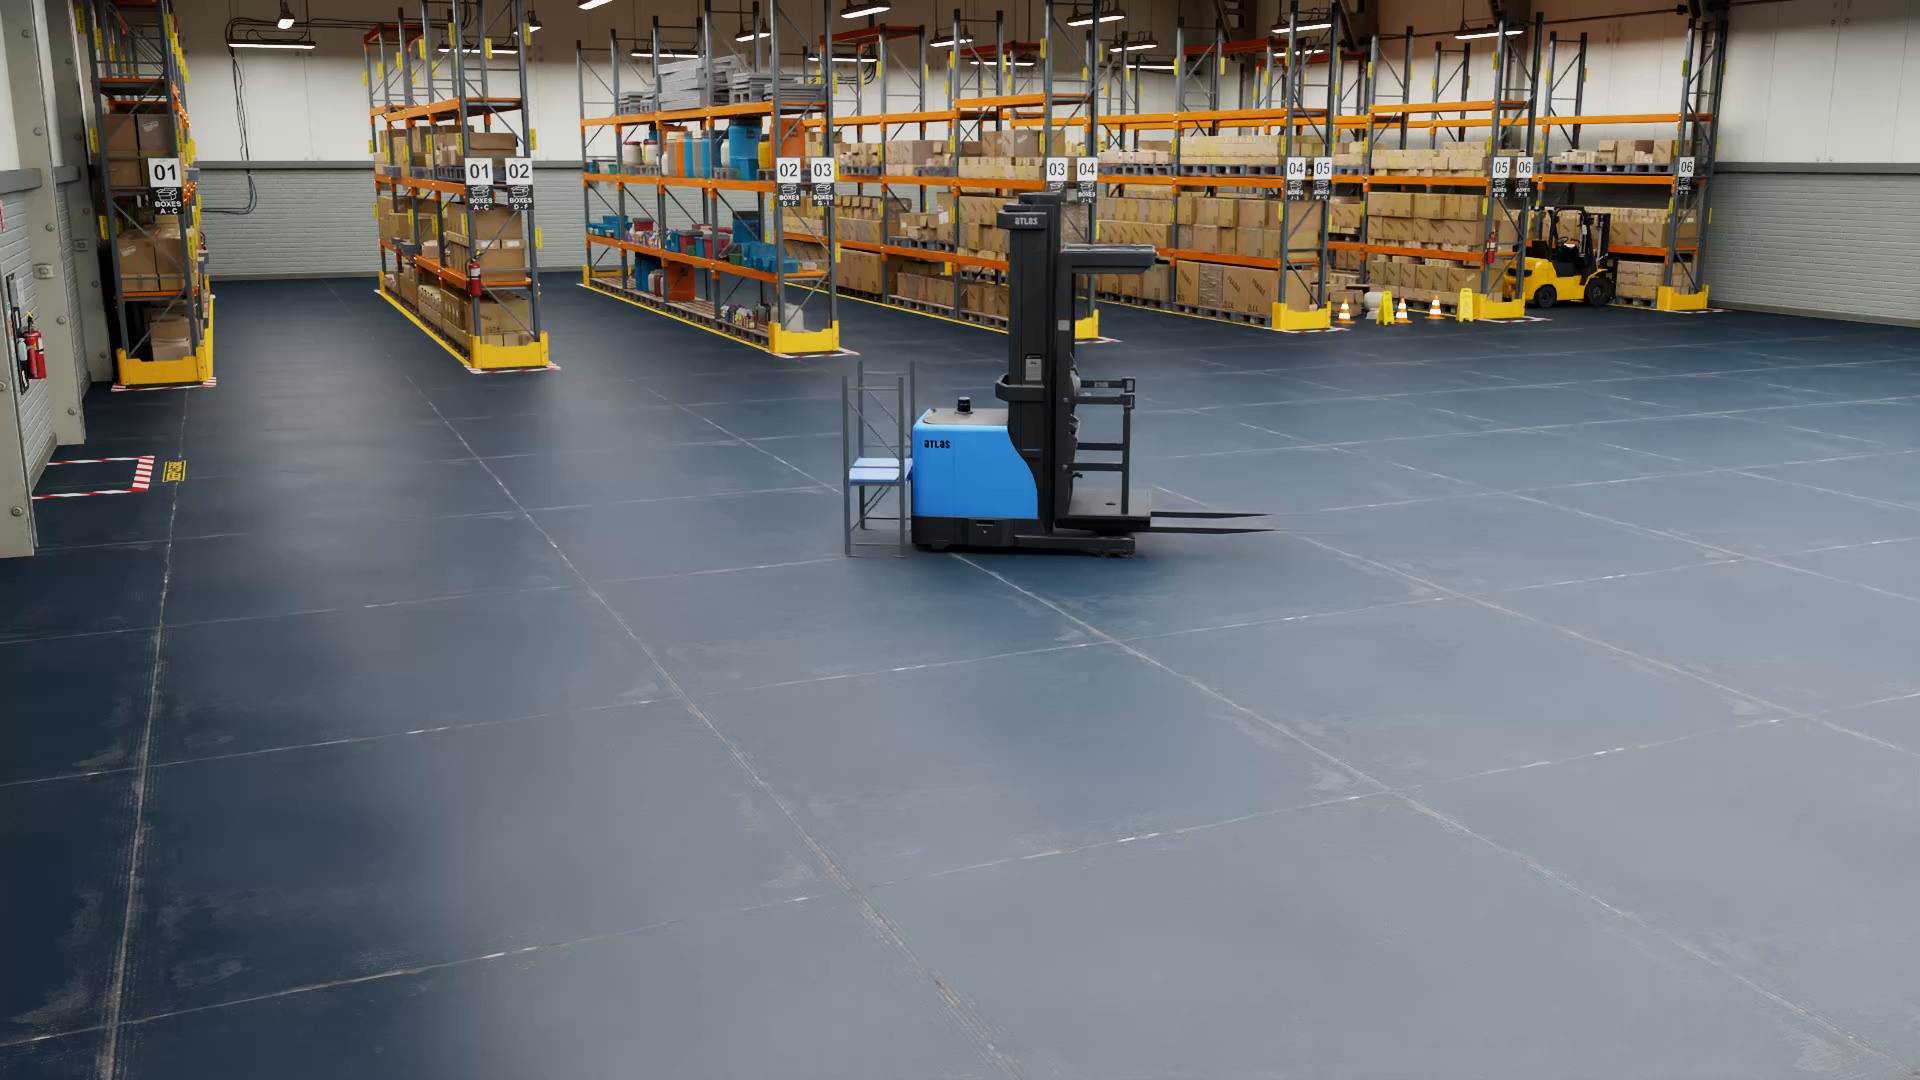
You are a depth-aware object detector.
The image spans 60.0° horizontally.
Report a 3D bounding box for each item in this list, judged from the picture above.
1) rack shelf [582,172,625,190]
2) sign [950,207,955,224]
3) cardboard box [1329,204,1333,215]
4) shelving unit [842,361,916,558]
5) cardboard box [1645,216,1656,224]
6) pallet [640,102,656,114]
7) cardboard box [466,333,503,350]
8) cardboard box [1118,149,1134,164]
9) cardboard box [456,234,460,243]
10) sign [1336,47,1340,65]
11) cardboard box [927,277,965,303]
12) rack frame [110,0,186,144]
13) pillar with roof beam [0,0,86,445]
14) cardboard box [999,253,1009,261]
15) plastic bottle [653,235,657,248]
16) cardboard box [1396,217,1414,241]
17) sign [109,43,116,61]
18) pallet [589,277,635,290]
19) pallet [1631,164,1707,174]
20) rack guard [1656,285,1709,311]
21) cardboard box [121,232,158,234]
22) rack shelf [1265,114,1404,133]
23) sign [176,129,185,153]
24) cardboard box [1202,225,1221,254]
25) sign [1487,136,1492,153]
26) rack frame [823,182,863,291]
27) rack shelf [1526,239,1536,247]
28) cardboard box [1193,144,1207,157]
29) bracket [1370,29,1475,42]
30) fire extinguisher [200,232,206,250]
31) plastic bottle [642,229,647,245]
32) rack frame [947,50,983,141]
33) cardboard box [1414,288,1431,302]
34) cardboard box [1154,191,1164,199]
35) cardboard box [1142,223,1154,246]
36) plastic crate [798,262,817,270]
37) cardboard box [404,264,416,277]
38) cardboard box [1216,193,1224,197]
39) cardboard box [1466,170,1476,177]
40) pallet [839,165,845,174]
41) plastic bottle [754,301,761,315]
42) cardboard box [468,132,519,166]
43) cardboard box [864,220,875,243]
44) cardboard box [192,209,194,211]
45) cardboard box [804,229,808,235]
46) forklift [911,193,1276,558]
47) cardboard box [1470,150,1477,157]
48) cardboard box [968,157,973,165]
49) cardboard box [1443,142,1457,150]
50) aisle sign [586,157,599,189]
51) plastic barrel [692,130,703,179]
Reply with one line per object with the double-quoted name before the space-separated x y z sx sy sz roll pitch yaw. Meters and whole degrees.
"rack shelf" -8.185 -8.671 40.126 1.077 0.370 4.000 -6 14 -23
"sign" -0.148 -6.455 33.039 0.100 0.325 0.005 -6 14 -23
"cardboard box" 8.643 -7.519 38.393 0.500 0.500 0.500 -5 14 -21
"shelving unit" -0.670 -0.706 14.094 0.538 1.500 1.048 1 13 3
"cardboard box" 15.063 -6.921 35.959 0.380 0.149 0.250 -5 14 -22
"pallet" -6.042 -9.108 35.073 1.213 0.211 1.003 -6 14 -23
"cardboard box" -7.602 -3.170 26.582 0.500 0.250 0.500 -6 14 -23
"cardboard box" 3.837 -8.487 36.781 0.500 0.311 0.500 -6 14 -24
"cardboard box" -8.269 -5.074 27.978 0.380 0.149 0.250 -6 14 -25
"sign" 7.058 -9.046 31.076 0.100 0.325 0.005 -6 14 -23
"cardboard box" -0.265 -5.283 35.111 0.700 0.500 0.500 -7 15 -28
"rack frame" -14.859 -8.349 30.485 1.000 3.000 0.127 -6 14 -23
"pillar with roof beam" -6.379 -5.912 19.955 9.100 9.000 0.400 -6 14 -23
"cardboard box" 0.961 -5.334 31.319 0.380 0.149 0.250 -6 14 -23
"plastic bottle" -6.534 -6.416 35.726 0.097 0.271 0.097 0 13 0
"cardboard box" 9.772 -6.708 35.818 0.500 0.500 0.500 -6 14 -23
"sign" -15.366 -8.830 30.142 0.100 0.325 0.005 -6 14 -23
"pallet" -8.691 -6.441 41.732 1.003 0.211 1.213 -6 14 -23
"pallet" 15.329 -8.026 35.940 1.003 0.211 1.213 -6 14 -23
"rack guard" 15.598 -5.237 35.887 1.175 0.500 0.348 -6 14 -23
"cardboard box" -12.861 -4.575 26.109 0.500 0.500 0.500 -5 14 -21
"rack shelf" 8.638 -9.627 38.492 1.077 0.370 4.000 -6 14 -23
"sign" -11.157 -5.709 23.795 0.100 0.325 0.005 -6 14 -23
"cardboard box" 5.453 -6.133 33.883 0.875 0.550 0.550 -6 14 -23
"sign" 10.525 -7.857 33.050 0.100 0.325 0.005 -6 14 -23
"rack frame" -2.845 -7.594 40.531 1.000 3.000 0.127 -6 14 -23
"rack shelf" 13.185 -7.349 41.064 1.077 0.370 4.000 -6 14 -23
"cardboard box" 5.087 -7.925 33.826 0.500 0.250 0.500 -6 14 -23
"bracket" 12.208 -13.187 43.406 0.076 0.066 4.783 -6 14 -23
"fire extinguisher" -17.701 -6.932 38.668 0.296 0.674 0.183 -6 14 -23
"plastic bottle" -6.945 -6.680 36.690 0.144 0.351 0.185 -6 14 -23
"rack frame" 0.137 -11.771 45.271 1.000 3.000 0.127 -6 14 -23
"cardboard box" 10.056 -5.233 35.496 0.500 0.250 0.500 -6 14 -25
"cardboard box" 5.597 -9.204 45.044 0.500 0.500 0.500 -6 14 -24
"cardboard box" 4.288 -6.606 36.036 0.500 0.500 0.500 -6 14 -24
"plastic crate" -2.640 -4.753 28.840 0.298 0.136 0.250 -6 14 -23
"cardboard box" -11.553 -5.734 35.396 0.500 0.250 0.500 -6 14 -23
"cardboard box" 6.788 -8.596 42.418 0.500 0.500 0.500 -6 14 -24
"cardboard box" 10.513 -7.446 33.795 0.380 0.149 0.250 -6 14 -23
"pallet" -2.433 -8.778 39.415 0.805 0.209 1.217 -6 14 -25
"plastic bottle" -3.789 -4.298 31.187 0.144 0.351 0.185 -6 14 -23
"cardboard box" -7.343 -6.125 26.058 0.797 0.503 0.637 -5 14 -19
"cardboard box" -1.862 -7.000 37.740 0.500 0.500 0.500 -6 14 -23
"cardboard box" -15.224 -6.326 32.460 0.500 0.250 0.500 -6 14 -23
"cardboard box" -3.680 -7.718 41.622 0.380 0.149 0.250 -5 14 -22
"forklift" 1.143 -1.407 13.948 3.031 2.935 1.130 1 13 6
"cardboard box" 10.568 -7.838 33.719 0.380 0.149 0.250 -5 14 -22
"cardboard box" 0.376 -7.380 32.402 0.380 0.149 0.250 -6 14 -26
"cardboard box" 12.450 -9.704 41.618 0.500 0.500 0.500 -5 14 -22
"aisle sign" -9.287 -9.228 41.824 0.394 0.787 0.004 -6 14 -23
"plastic barrel" -4.844 -7.420 32.015 0.600 0.901 0.600 0 13 0
